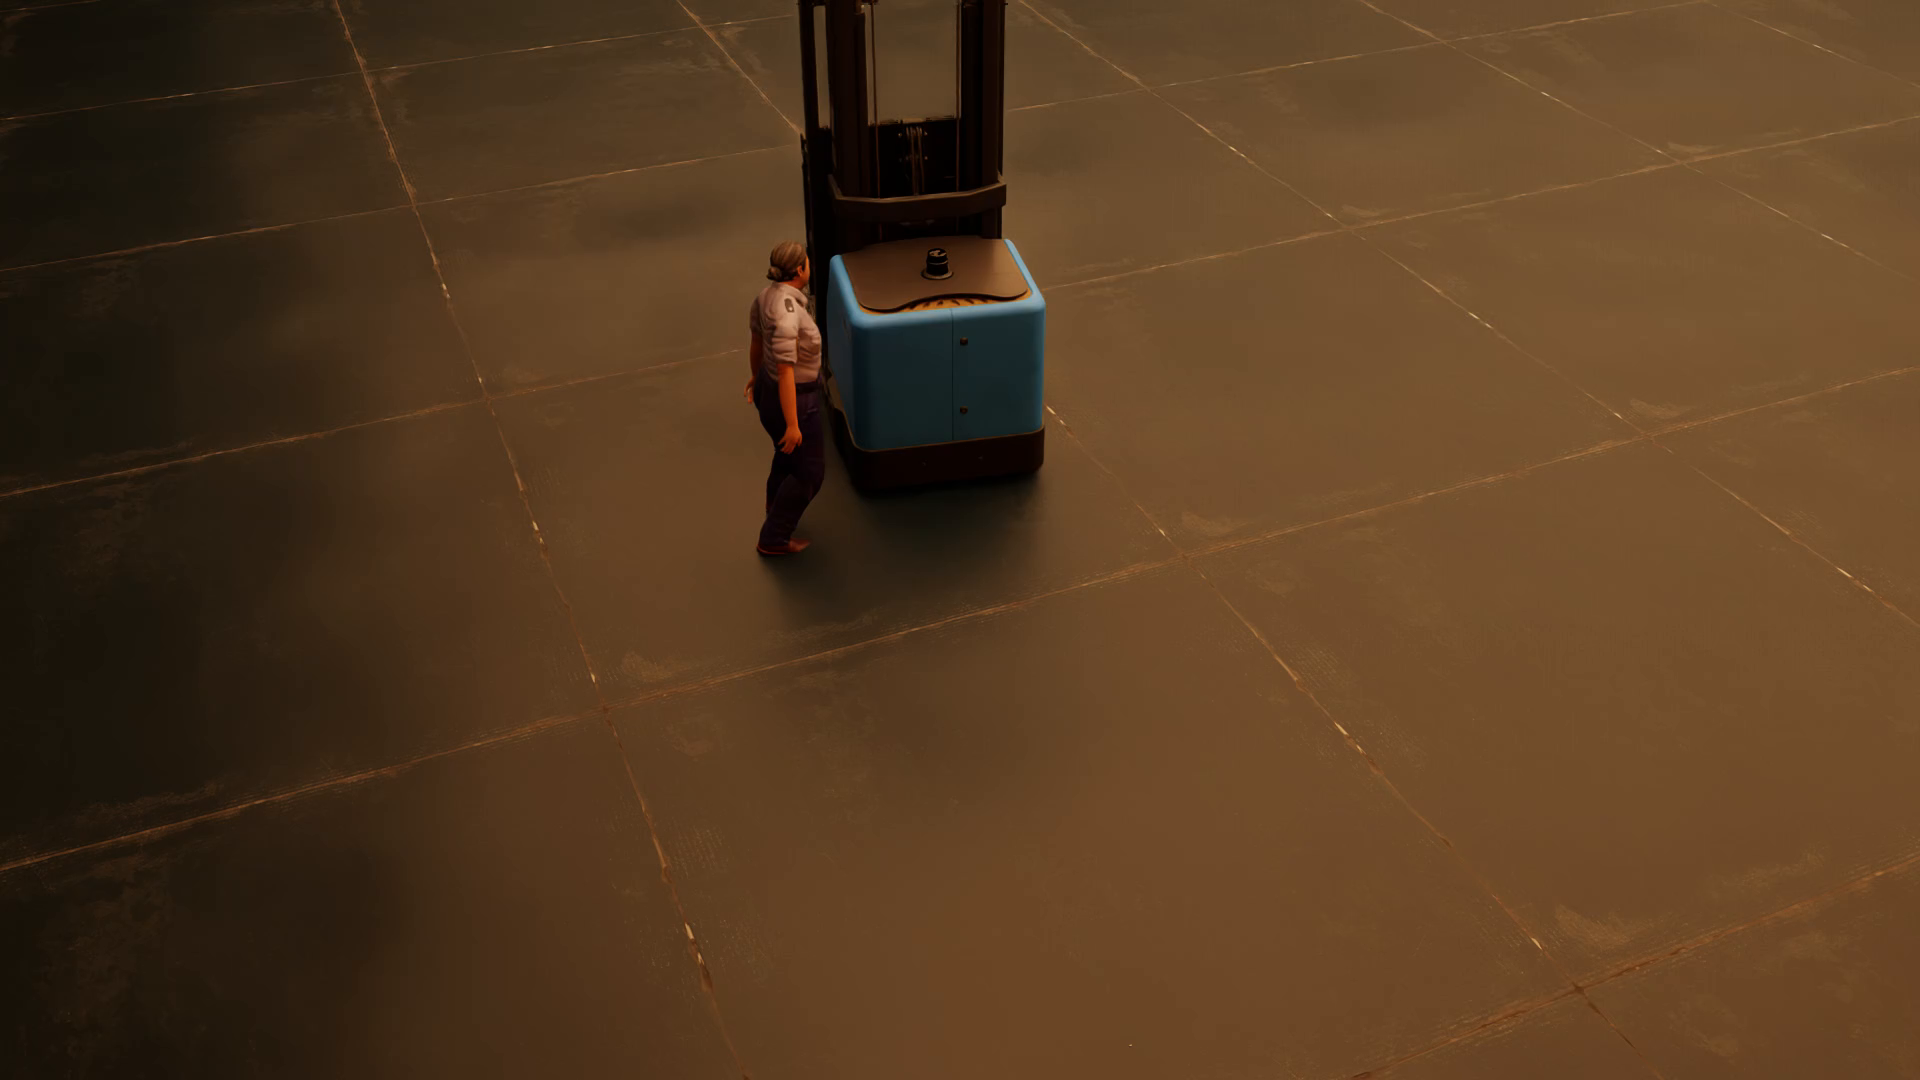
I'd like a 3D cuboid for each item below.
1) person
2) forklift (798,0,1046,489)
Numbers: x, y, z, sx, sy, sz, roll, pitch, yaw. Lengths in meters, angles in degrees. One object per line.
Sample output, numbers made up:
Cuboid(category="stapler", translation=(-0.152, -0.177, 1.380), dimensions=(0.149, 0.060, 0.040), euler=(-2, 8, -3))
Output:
Cuboid(category="person", translation=(-0.887, -0.696, 8.261), dimensions=(0.422, 1.629, 0.836), euler=(-10, 37, -13))
Cuboid(category="forklift", translation=(-0.355, -2.316, 9.355), dimensions=(1.130, 2.935, 3.031), euler=(-7, 36, -10))
